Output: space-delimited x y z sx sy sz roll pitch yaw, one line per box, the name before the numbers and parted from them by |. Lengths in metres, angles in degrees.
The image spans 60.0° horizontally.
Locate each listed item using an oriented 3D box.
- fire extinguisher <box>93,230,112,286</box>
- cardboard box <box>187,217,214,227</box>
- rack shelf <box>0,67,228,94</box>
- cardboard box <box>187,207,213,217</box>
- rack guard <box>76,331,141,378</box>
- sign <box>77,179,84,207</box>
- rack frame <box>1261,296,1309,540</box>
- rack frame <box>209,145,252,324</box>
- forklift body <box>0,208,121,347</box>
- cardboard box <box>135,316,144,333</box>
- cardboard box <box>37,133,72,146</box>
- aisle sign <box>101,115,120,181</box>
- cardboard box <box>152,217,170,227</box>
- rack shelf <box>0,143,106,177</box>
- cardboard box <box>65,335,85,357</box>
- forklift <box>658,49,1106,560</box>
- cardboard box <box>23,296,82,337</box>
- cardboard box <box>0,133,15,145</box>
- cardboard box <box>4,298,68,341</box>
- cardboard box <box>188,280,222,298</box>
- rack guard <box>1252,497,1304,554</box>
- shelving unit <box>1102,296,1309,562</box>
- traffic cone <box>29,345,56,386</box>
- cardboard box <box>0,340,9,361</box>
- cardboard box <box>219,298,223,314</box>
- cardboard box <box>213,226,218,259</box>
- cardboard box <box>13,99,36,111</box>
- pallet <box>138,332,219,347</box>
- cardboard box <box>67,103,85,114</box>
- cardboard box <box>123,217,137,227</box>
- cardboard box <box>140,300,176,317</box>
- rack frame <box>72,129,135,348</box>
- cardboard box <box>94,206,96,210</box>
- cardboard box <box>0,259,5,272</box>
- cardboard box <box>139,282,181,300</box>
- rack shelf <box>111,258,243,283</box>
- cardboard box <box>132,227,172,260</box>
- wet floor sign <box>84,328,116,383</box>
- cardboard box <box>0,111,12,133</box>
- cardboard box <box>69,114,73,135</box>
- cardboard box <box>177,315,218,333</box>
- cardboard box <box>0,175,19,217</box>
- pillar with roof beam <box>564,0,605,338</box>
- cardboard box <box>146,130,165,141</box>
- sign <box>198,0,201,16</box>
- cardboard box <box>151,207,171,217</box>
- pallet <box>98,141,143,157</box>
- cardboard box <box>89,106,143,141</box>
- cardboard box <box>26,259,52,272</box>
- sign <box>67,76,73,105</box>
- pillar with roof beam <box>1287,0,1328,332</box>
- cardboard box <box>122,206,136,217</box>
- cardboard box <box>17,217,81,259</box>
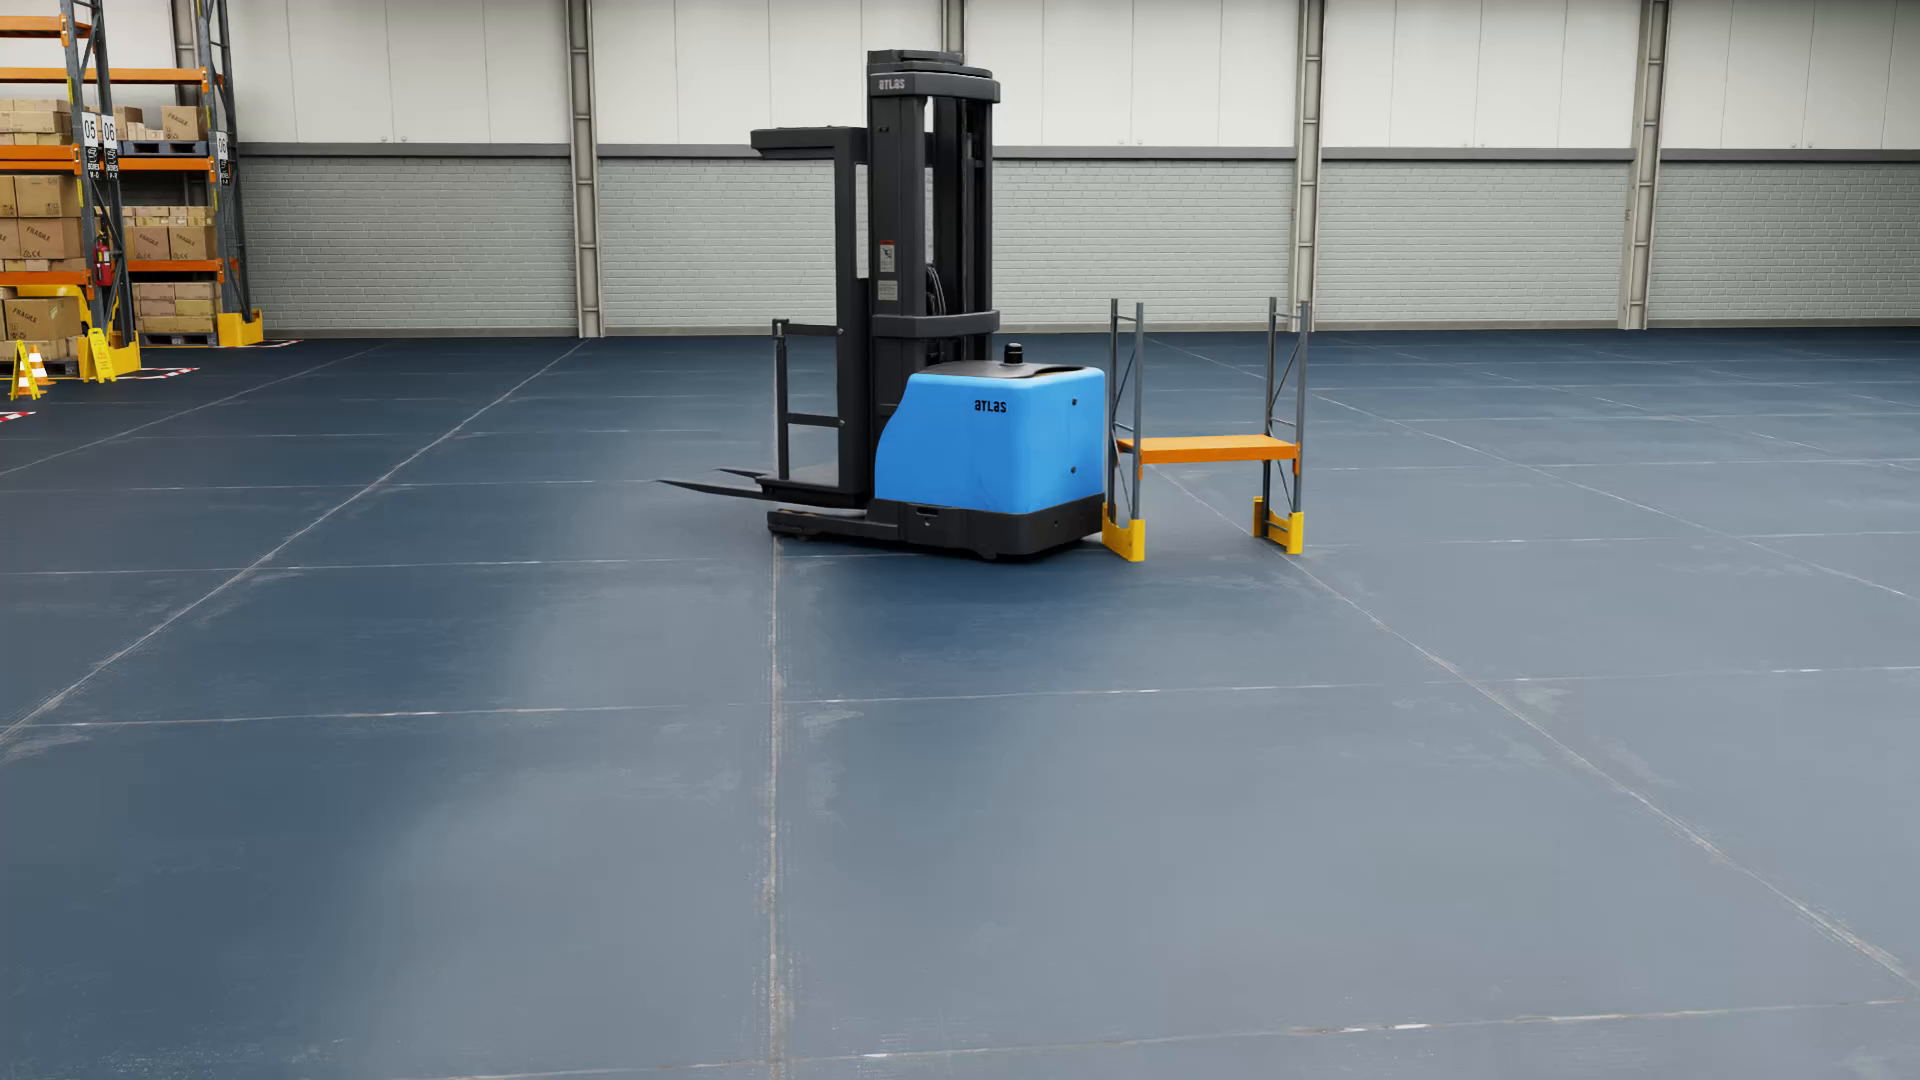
fire extinguisher | -10.531 -3.461 20.396 0.183 0.674 0.296 -1 11 -6
cardboard box | -11.549 -4.843 25.285 0.250 0.149 0.380 -1 11 -5
rack shelf | -13.223 -6.889 24.985 4.000 0.370 1.077 -1 11 -6
cardboard box | -11.568 -5.002 25.323 0.250 0.149 0.380 -1 11 -6
rack guard | -10.770 -2.357 21.059 0.348 0.500 1.175 -1 11 -6
sign | -10.655 -4.201 20.140 0.005 0.325 0.100 -1 11 -6
rack frame | 1.964 -0.707 10.077 0.032 1.500 0.500 -3 11 -13
rack frame | -11.235 -4.537 25.668 0.127 3.000 1.000 -1 11 -6
forklift body | -12.923 -3.731 23.769 1.214 2.155 2.313 -1 11 -6
cardboard box | -12.661 -3.306 25.447 0.500 0.250 0.500 -1 11 -5
cardboard box | -11.019 -4.872 20.250 0.250 0.149 0.380 -1 11 -6
aisle sign | -10.667 -4.921 20.884 0.004 0.787 0.394 -1 11 -6
cardboard box | -12.065 -4.838 25.261 0.250 0.149 0.380 -1 11 -5
rack shelf | -12.683 -4.662 20.394 4.000 0.370 1.077 -1 11 -6
cardboard box | -11.527 -2.478 21.235 0.500 0.250 0.500 -1 11 -7
forklift | -0.609 -1.518 10.493 3.031 2.935 1.130 7 13 33
cardboard box | -11.550 -2.845 21.160 0.500 0.500 0.500 -2 11 -8
cardboard box | -11.531 -4.862 20.197 0.250 0.149 0.380 -1 11 -4
cardboard box | -11.463 -2.743 20.639 0.500 0.500 0.500 -1 11 -6
cardboard box | -11.733 -3.910 25.930 0.500 0.250 0.500 -1 11 -7
rack guard | 1.945 -0.093 10.193 0.087 0.250 0.587 -3 11 -13
shelving unit | 1.460 -0.684 9.961 1.083 1.500 0.587 -3 11 -13
traffic cone | -10.983 -2.084 19.767 0.334 0.463 0.336 -1 11 -6
cardboard box | -11.985 -2.364 20.655 0.500 0.250 0.500 -1 11 -6
cardboard box | -11.725 -3.669 25.997 0.500 0.250 0.500 -1 11 -5
cardboard box | -11.757 -4.629 25.876 0.500 0.500 0.500 -1 11 -4
cardboard box | -11.260 -5.263 20.170 0.250 0.149 0.380 -1 11 -5
pallet | -11.990 -3.144 25.815 1.213 0.211 1.003 -1 11 -6
cardboard box | -11.070 -5.356 20.645 0.250 0.149 0.380 -1 11 -6
cardboard box | -12.573 -4.821 25.172 0.250 0.149 0.380 -2 11 -8
cardboard box | -12.185 -3.560 25.445 0.500 0.250 0.500 -1 11 -7
rack frame | -10.695 -3.585 20.826 0.127 3.000 1.000 -1 11 -6
cardboard box | -13.092 -4.969 25.155 0.250 0.149 0.380 -1 11 -5
cardboard box | -11.793 -3.374 20.404 0.250 0.149 0.380 -1 11 -5
cardboard box | -12.166 -3.803 25.383 0.500 0.250 0.500 -1 11 -5
rack shelf | -13.223 -4.142 25.525 4.000 0.370 1.077 -1 11 -6
cardboard box | -12.212 -4.516 25.304 0.500 0.500 0.500 -1 11 -4
wet floor sign | -10.390 -2.228 20.029 0.232 0.644 0.267 3 11 14
cardboard box | -11.676 -5.059 20.166 0.500 0.250 0.500 -1 11 -7
cardboard box | -11.224 -5.169 20.729 0.500 0.250 0.500 -1 11 -7
cardboard box | -11.668 -3.323 25.534 0.500 0.250 0.500 -1 11 -6
cardboard box | -11.683 -4.209 20.378 0.500 0.500 0.700 -1 11 -6
pillar with roof beam | -5.594 -6.938 22.331 0.400 9.000 9.100 -1 11 -6
cardboard box | -12.026 -6.065 24.968 0.250 0.149 0.380 -2 11 -8
sign | -11.190 -7.873 24.460 0.005 0.325 0.100 -1 11 -6
cardboard box | -12.067 -4.980 25.213 0.250 0.149 0.380 -1 11 -5
pallet | -13.156 -5.929 25.205 1.213 0.211 1.003 -1 11 -6
cardboard box | -12.677 -6.254 25.023 0.500 0.500 0.700 -1 11 -6
cardboard box | -11.283 -3.386 20.467 0.250 0.149 0.380 -1 11 -7
sign | -10.655 -5.384 19.908 0.005 0.325 0.100 -1 11 -6
pillar with roof beam | 6.335 -7.188 23.602 0.400 9.000 9.100 -1 11 -6
cardboard box | -12.570 -4.963 25.123 0.250 0.149 0.380 -1 11 -5
cardboard box | -11.205 -3.716 20.461 0.500 0.500 0.500 -1 11 -7
